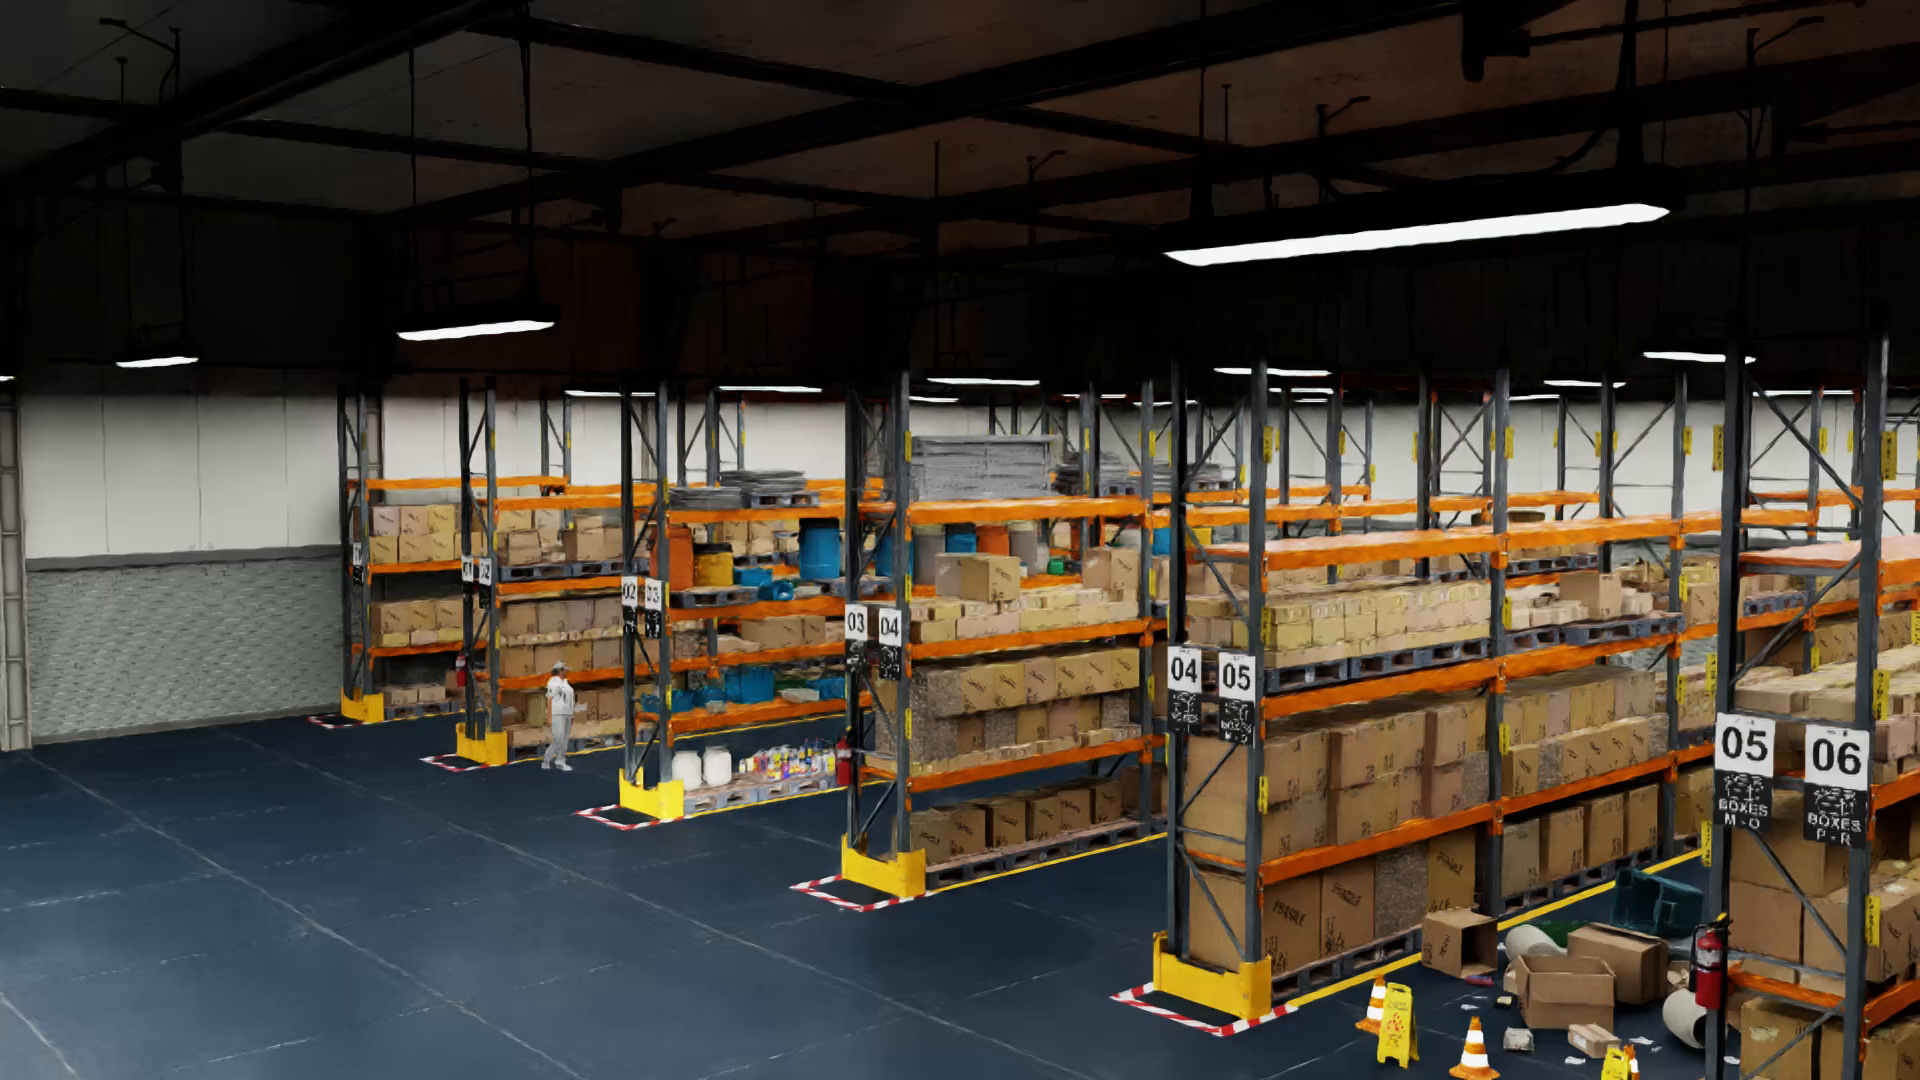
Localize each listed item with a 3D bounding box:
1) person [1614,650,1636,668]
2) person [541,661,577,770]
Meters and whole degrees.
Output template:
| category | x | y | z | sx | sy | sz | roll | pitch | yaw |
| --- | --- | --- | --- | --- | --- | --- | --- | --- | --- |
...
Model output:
| category | x | y | z | sx | sy | sz | roll | pitch | yaw |
| --- | --- | --- | --- | --- | --- | --- | --- | --- | --- |
| person | 13.423 | 2.093 | 33.395 | 0.606 | 1.770 | 0.622 | 0 | 4 | -6 |
| person | -6.117 | 2.676 | 25.296 | 0.441 | 1.659 | 0.538 | 1 | 4 | 20 |
